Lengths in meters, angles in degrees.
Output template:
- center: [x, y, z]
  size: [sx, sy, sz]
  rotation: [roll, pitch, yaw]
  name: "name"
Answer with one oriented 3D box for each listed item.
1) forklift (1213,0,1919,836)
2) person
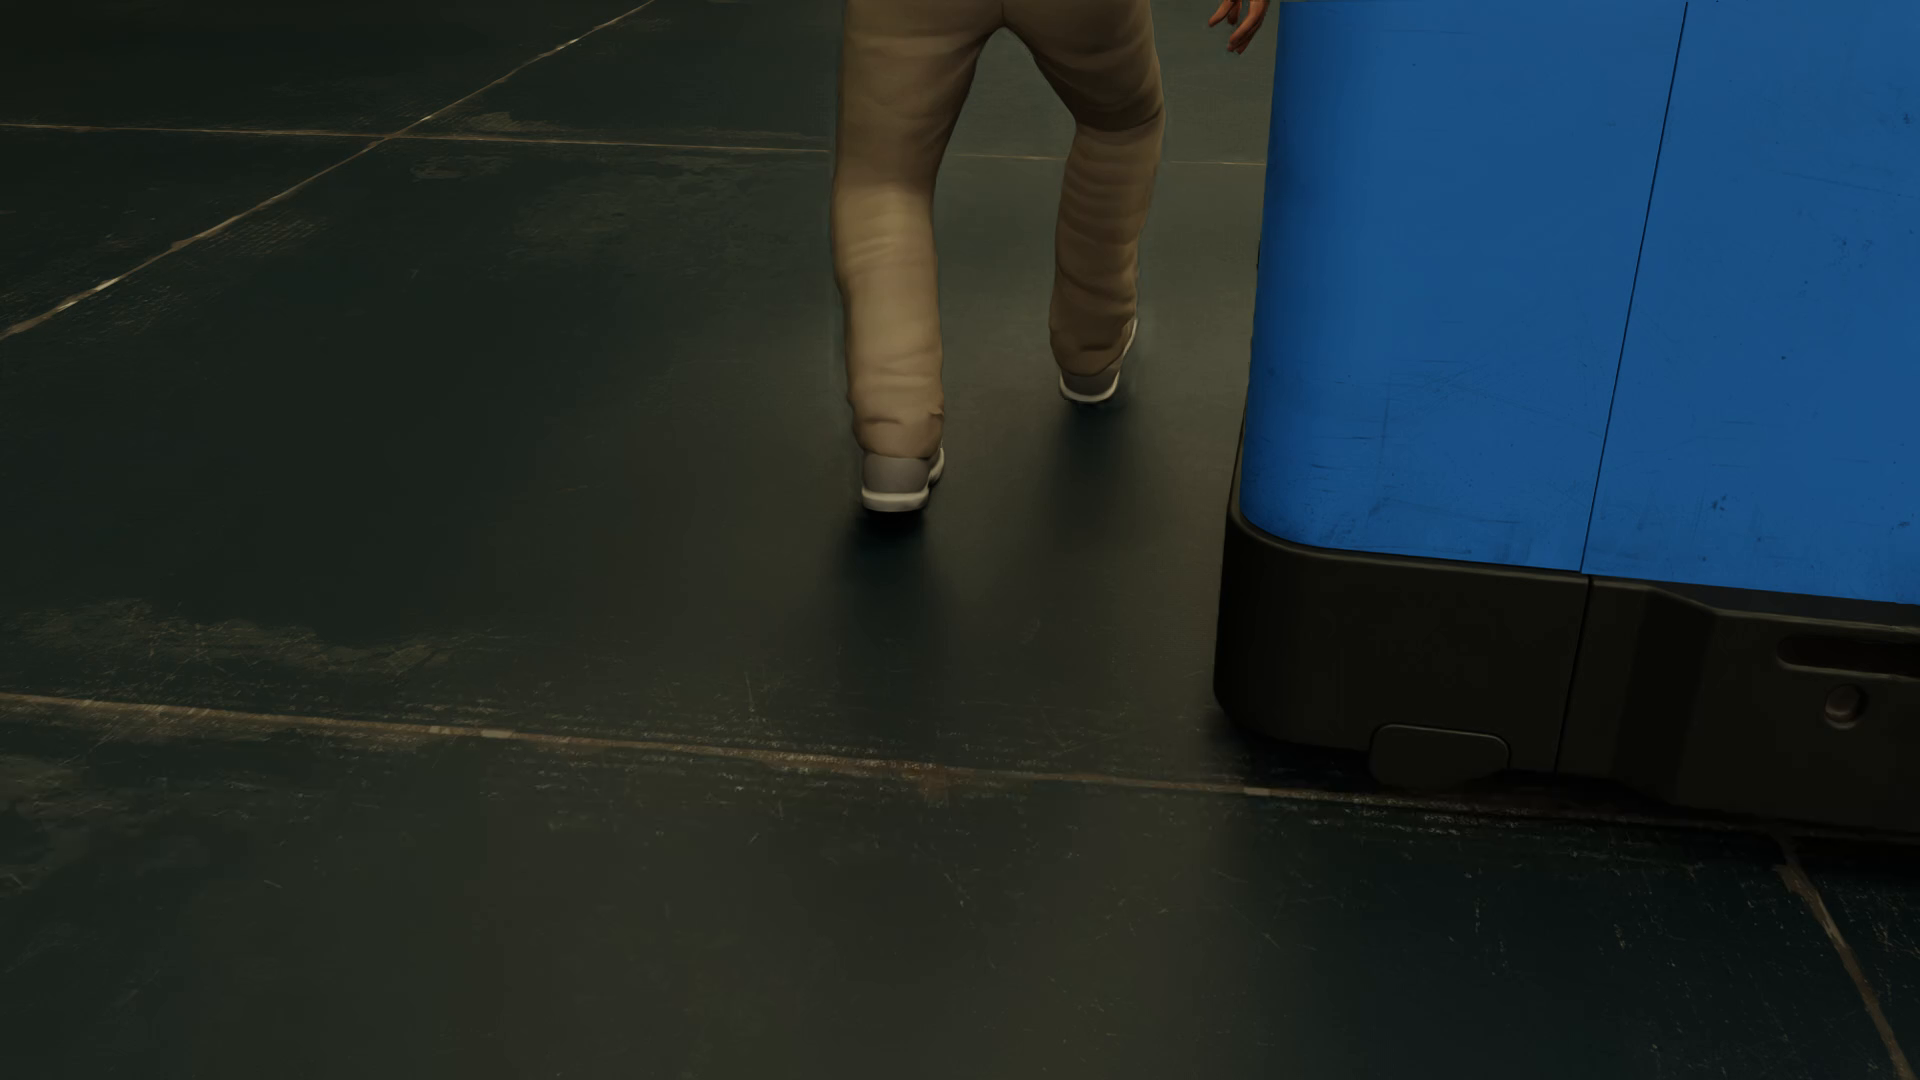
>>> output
- center: [1.873, -1.111, 1.444]
  size: [3.031, 2.935, 1.130]
  rotation: [6, 27, 11]
  name: "forklift"
- center: [0.109, -0.921, 2.521]
  size: [0.709, 1.652, 0.833]
  rotation: [-1, 27, -1]
  name: "person"
